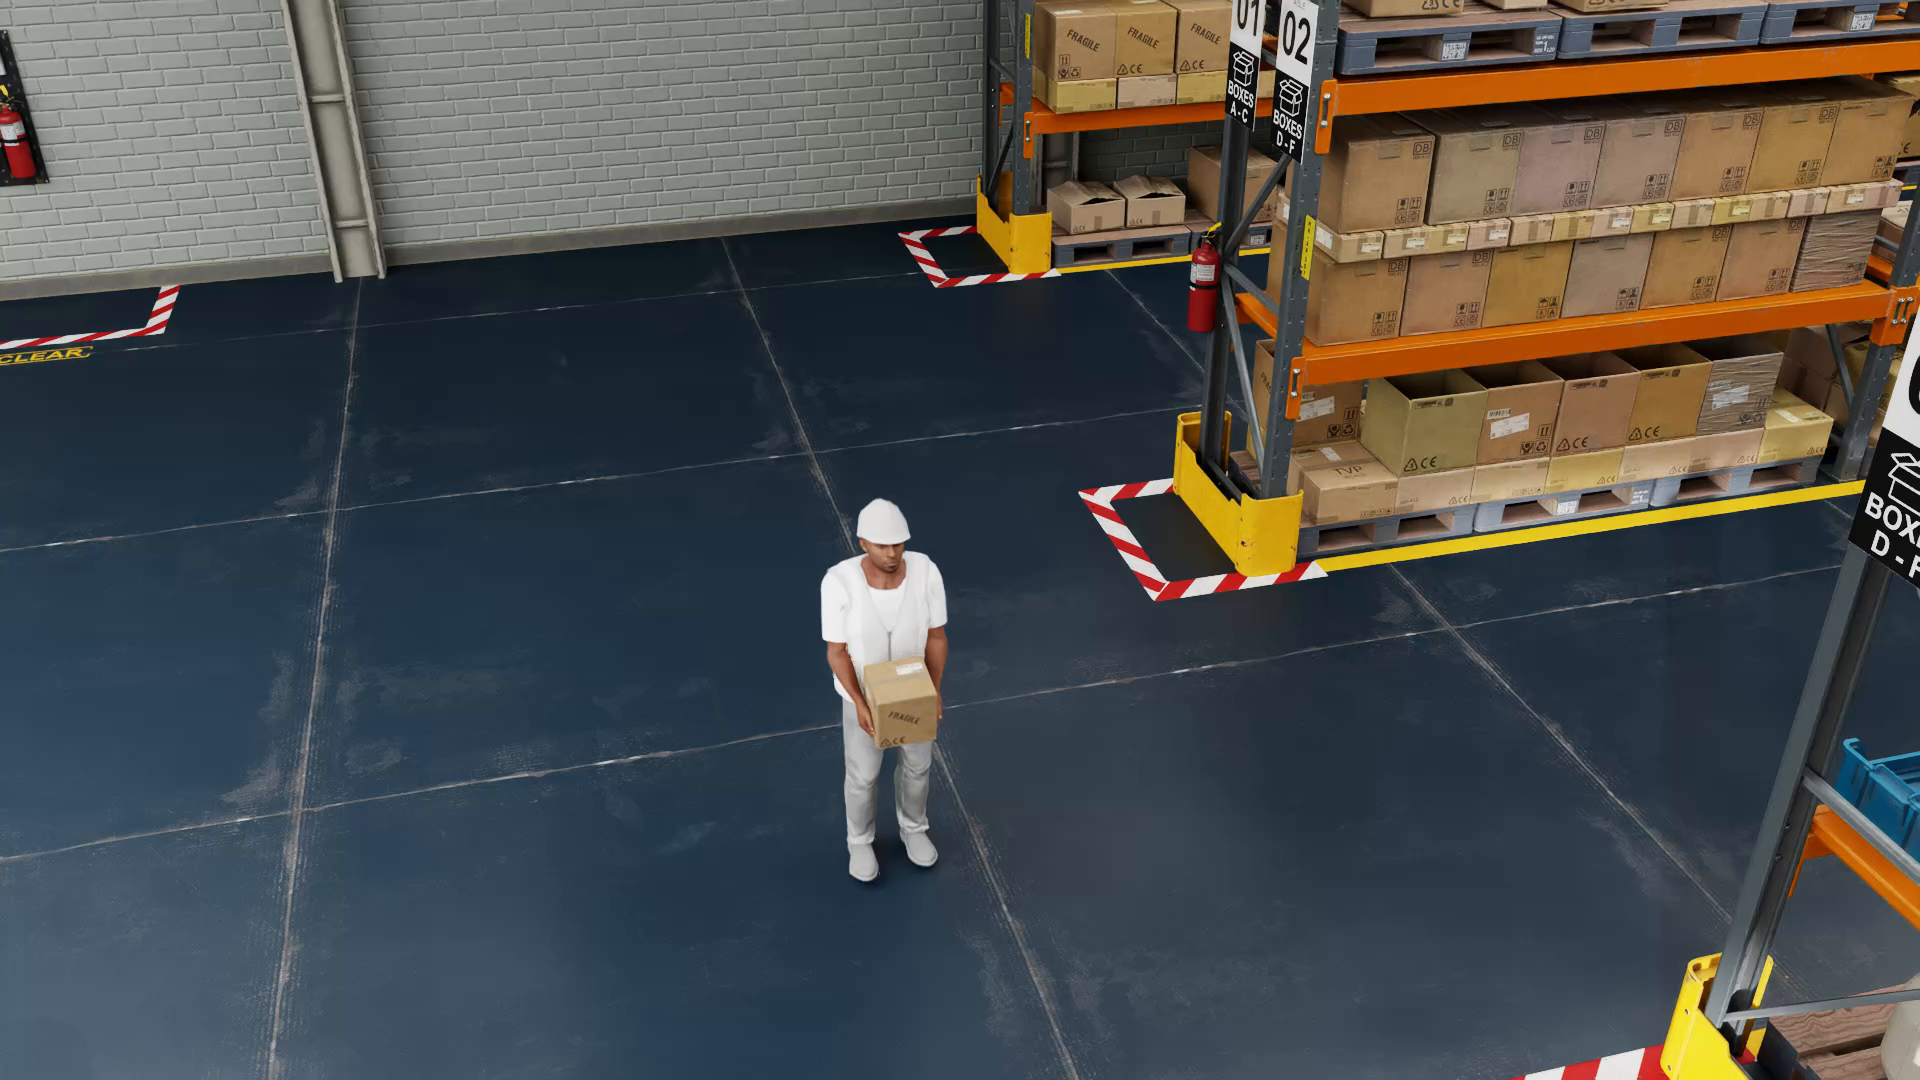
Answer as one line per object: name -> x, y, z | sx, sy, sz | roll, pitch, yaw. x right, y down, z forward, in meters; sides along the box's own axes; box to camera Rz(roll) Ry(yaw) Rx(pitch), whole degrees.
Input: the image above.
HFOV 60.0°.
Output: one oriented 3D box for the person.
person -> -0.295, 0.668, 7.061 | 0.553, 1.769, 0.532 | -8, 31, -14
